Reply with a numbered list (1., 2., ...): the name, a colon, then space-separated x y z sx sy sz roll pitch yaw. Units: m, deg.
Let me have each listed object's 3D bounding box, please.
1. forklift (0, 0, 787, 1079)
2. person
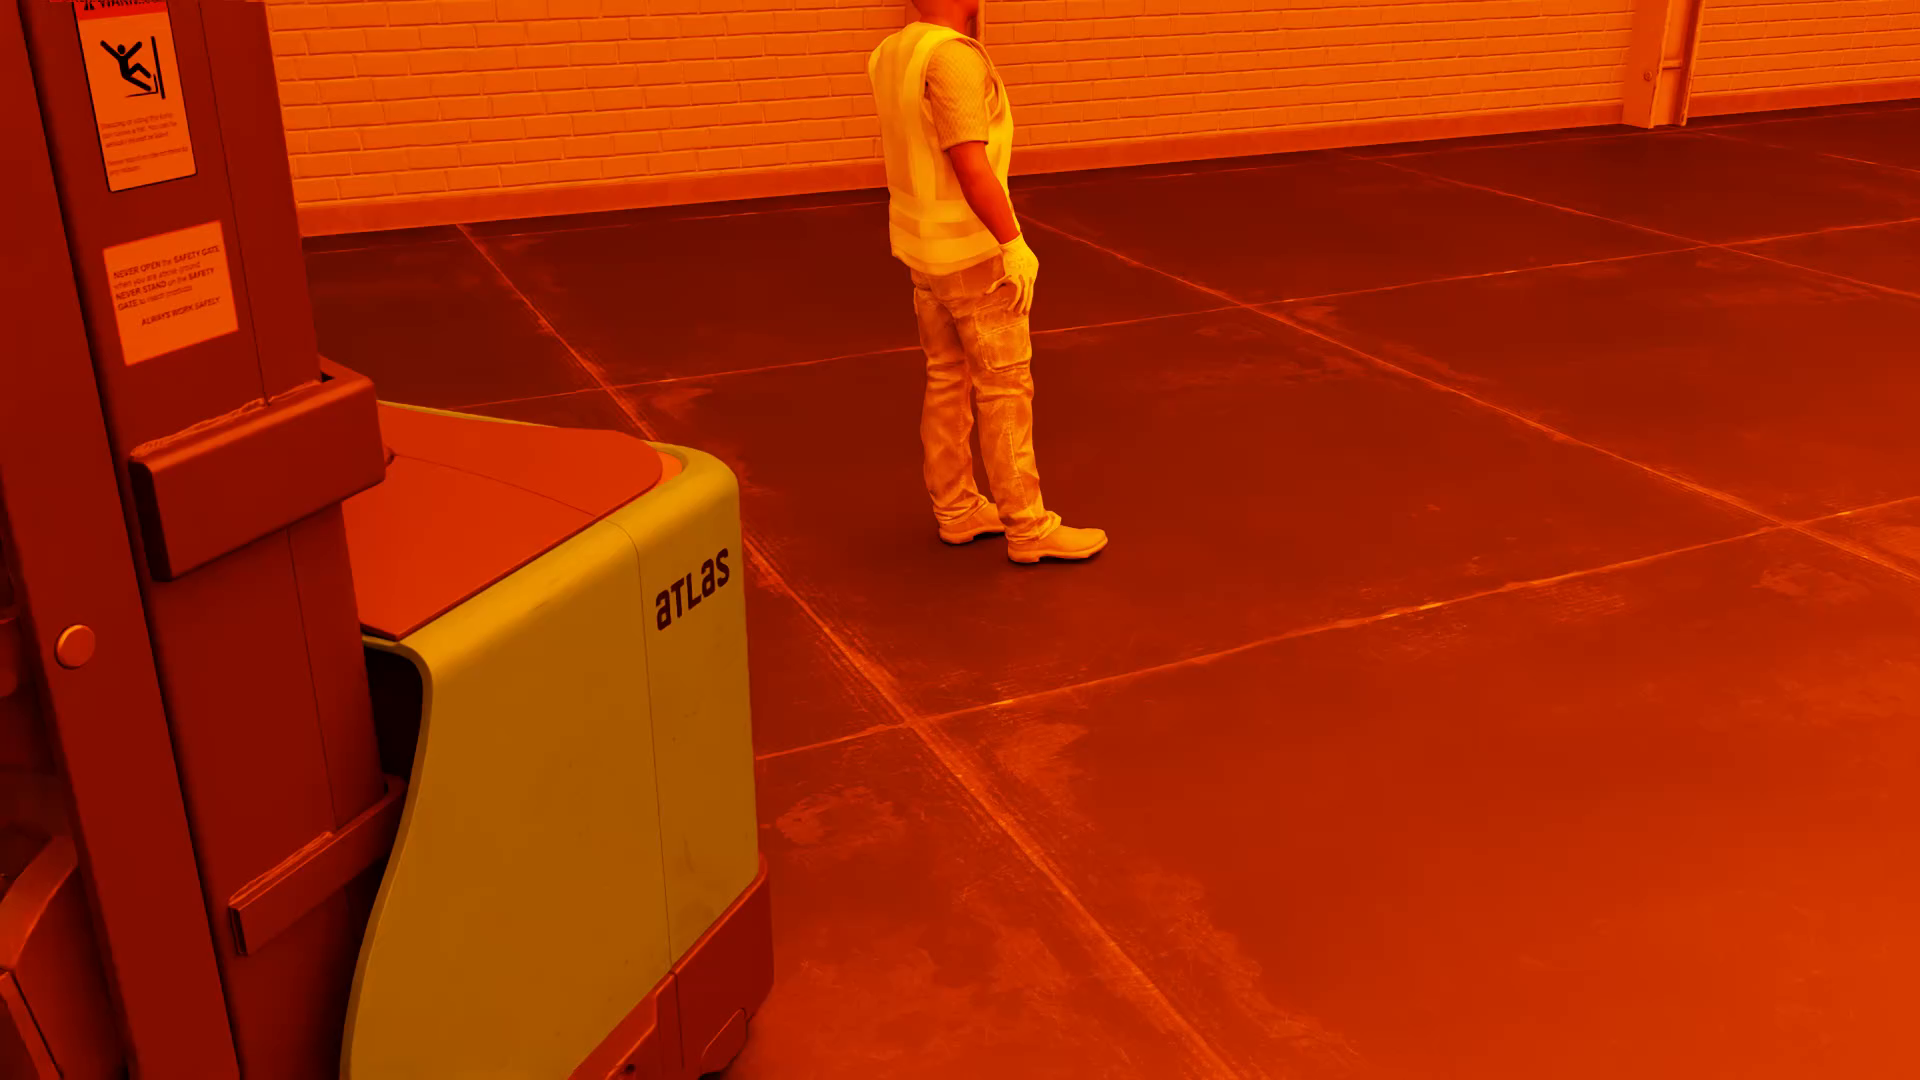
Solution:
1. forklift: -1.359 -0.073 1.462 1.130 2.935 3.031 9 24 21
2. person: 0.069 -0.839 4.784 0.575 1.784 0.656 -10 25 -23
